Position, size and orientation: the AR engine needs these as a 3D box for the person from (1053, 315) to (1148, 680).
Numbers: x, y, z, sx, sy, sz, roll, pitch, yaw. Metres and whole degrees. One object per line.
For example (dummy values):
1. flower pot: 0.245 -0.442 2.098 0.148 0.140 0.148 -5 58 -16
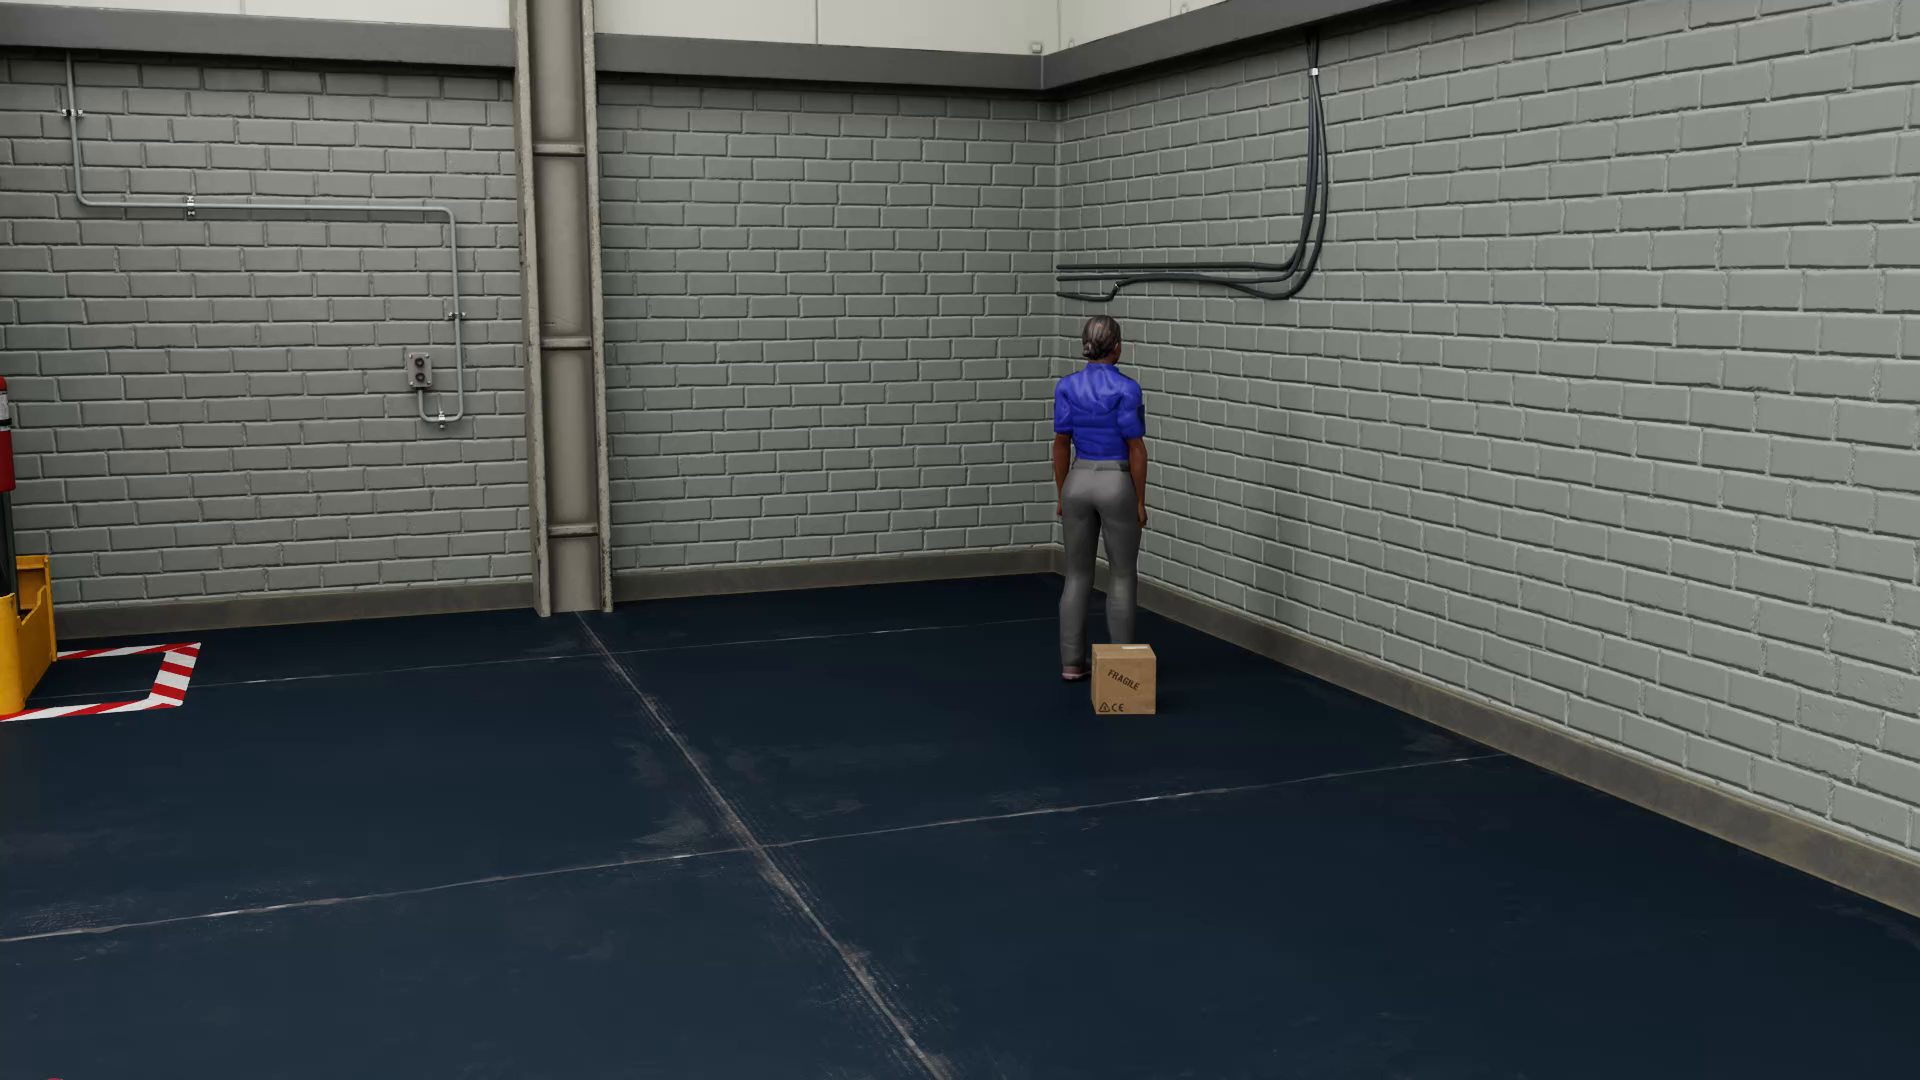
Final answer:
1. person: 0.650 -0.183 7.526 0.444 1.662 0.331 5 10 26
